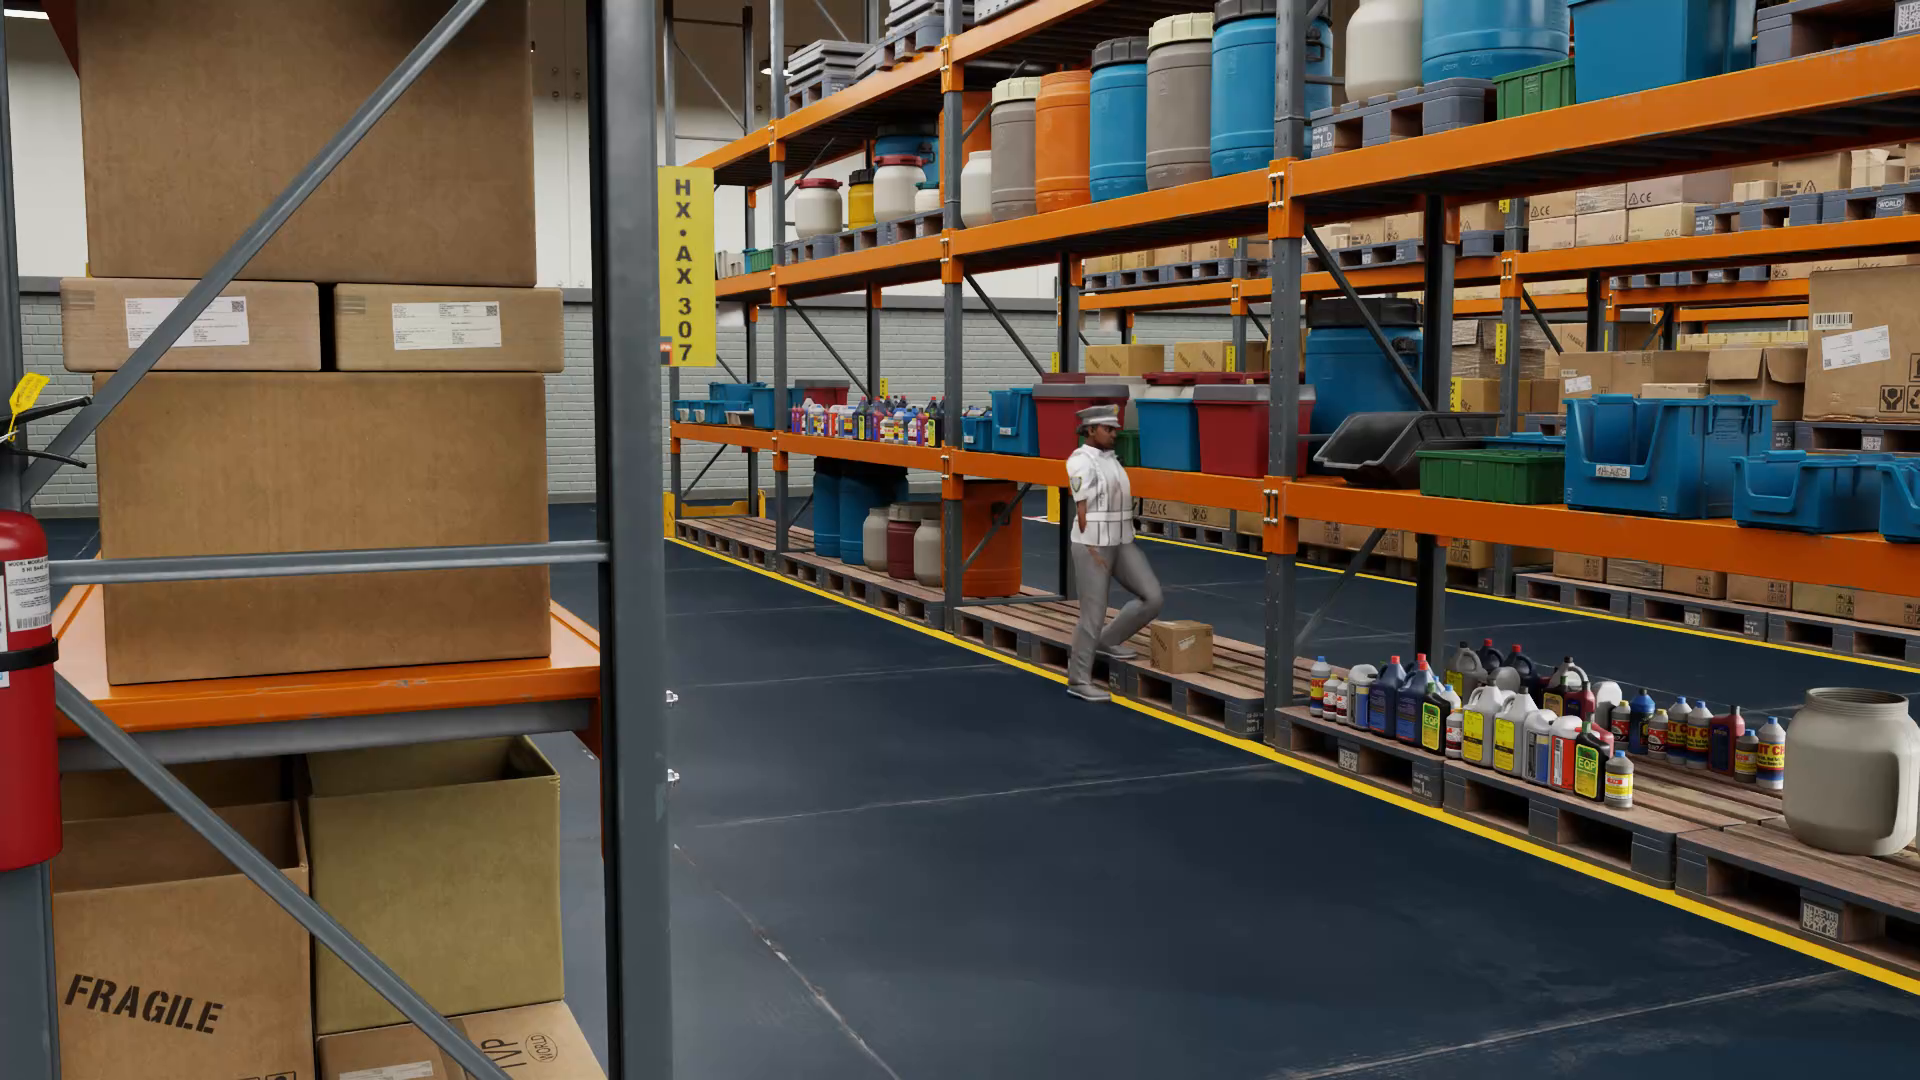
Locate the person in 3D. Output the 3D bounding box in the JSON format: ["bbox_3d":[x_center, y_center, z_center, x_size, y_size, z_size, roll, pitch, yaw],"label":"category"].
[{"bbox_3d":[0.861,0.064,9.374,0.495,1.660,0.438,5,7,42],"label":"person"}]
